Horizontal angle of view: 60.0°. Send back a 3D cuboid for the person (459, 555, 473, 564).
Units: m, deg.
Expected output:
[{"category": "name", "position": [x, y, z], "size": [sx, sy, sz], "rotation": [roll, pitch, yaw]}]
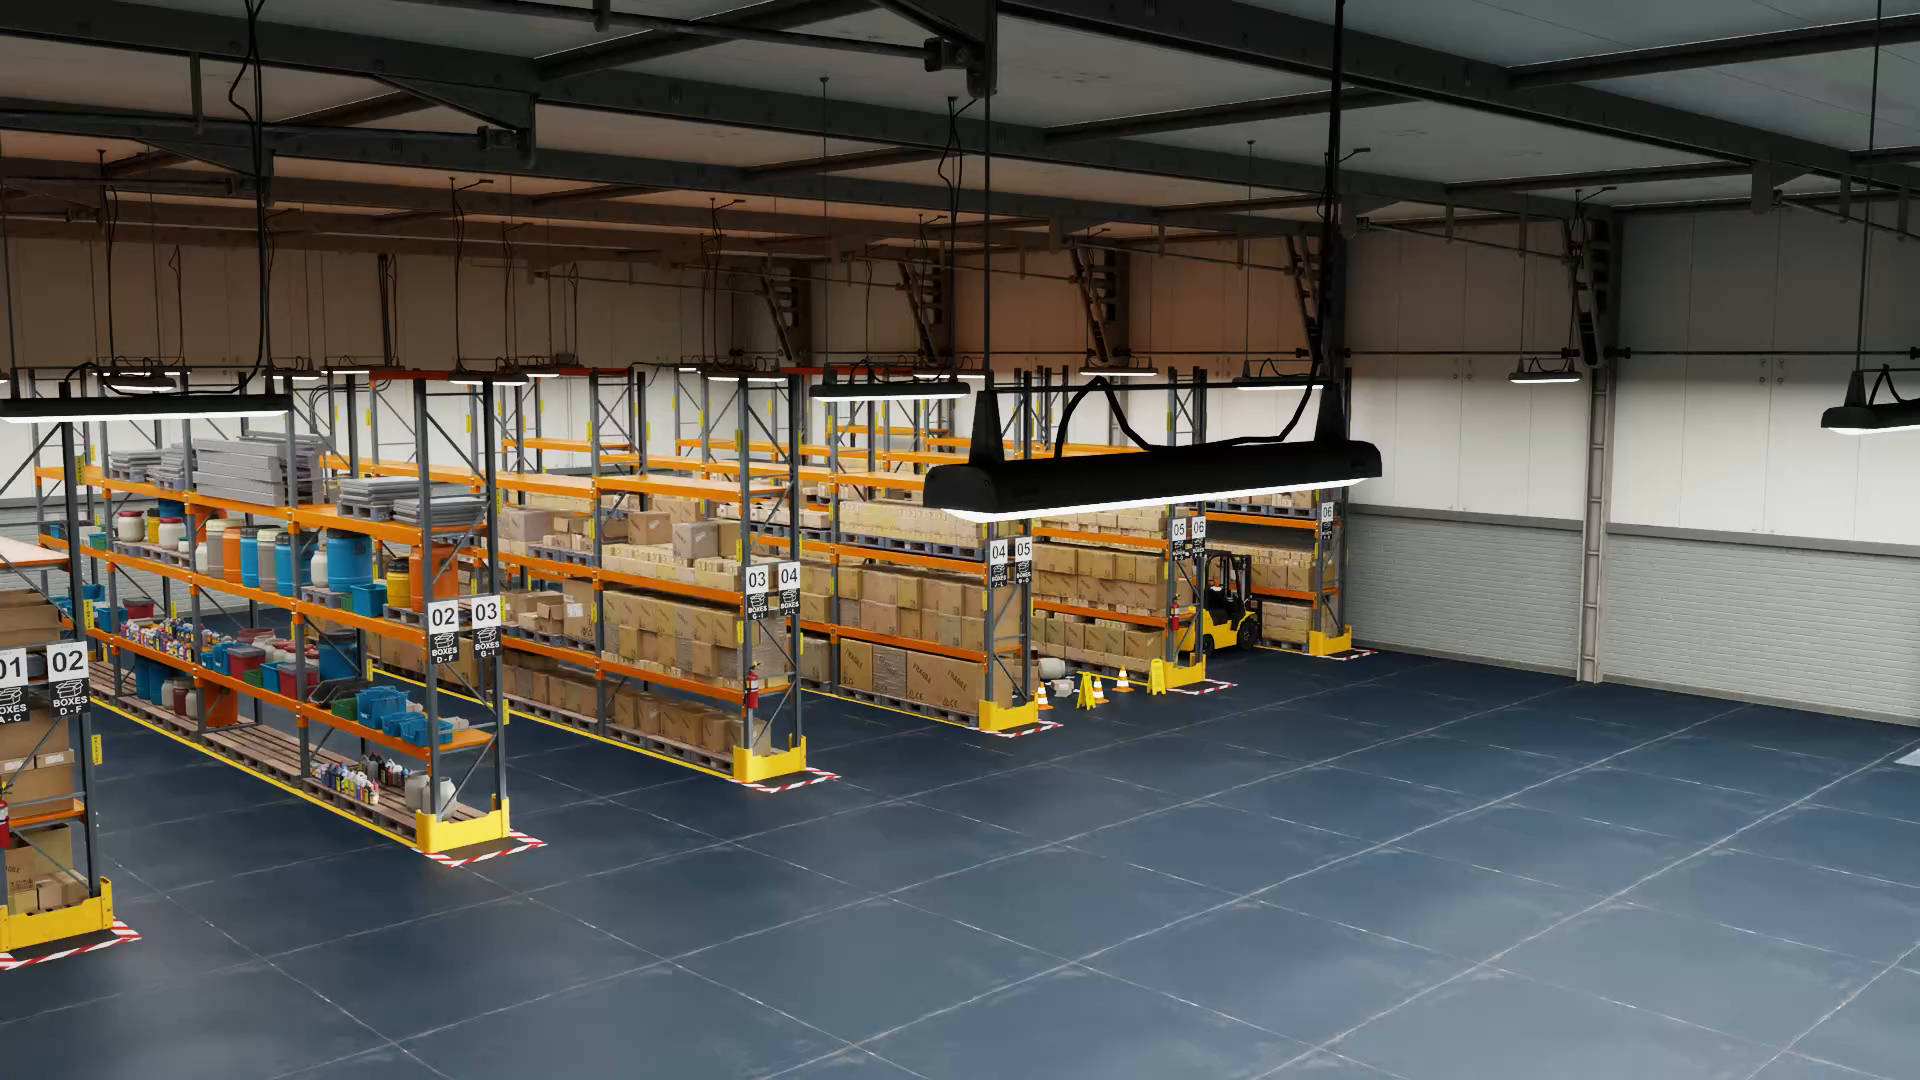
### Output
[{"category": "person", "position": [-11.733, 1.048, 39.570], "size": [0.820, 1.687, 0.564], "rotation": [2, 7, 21]}]
